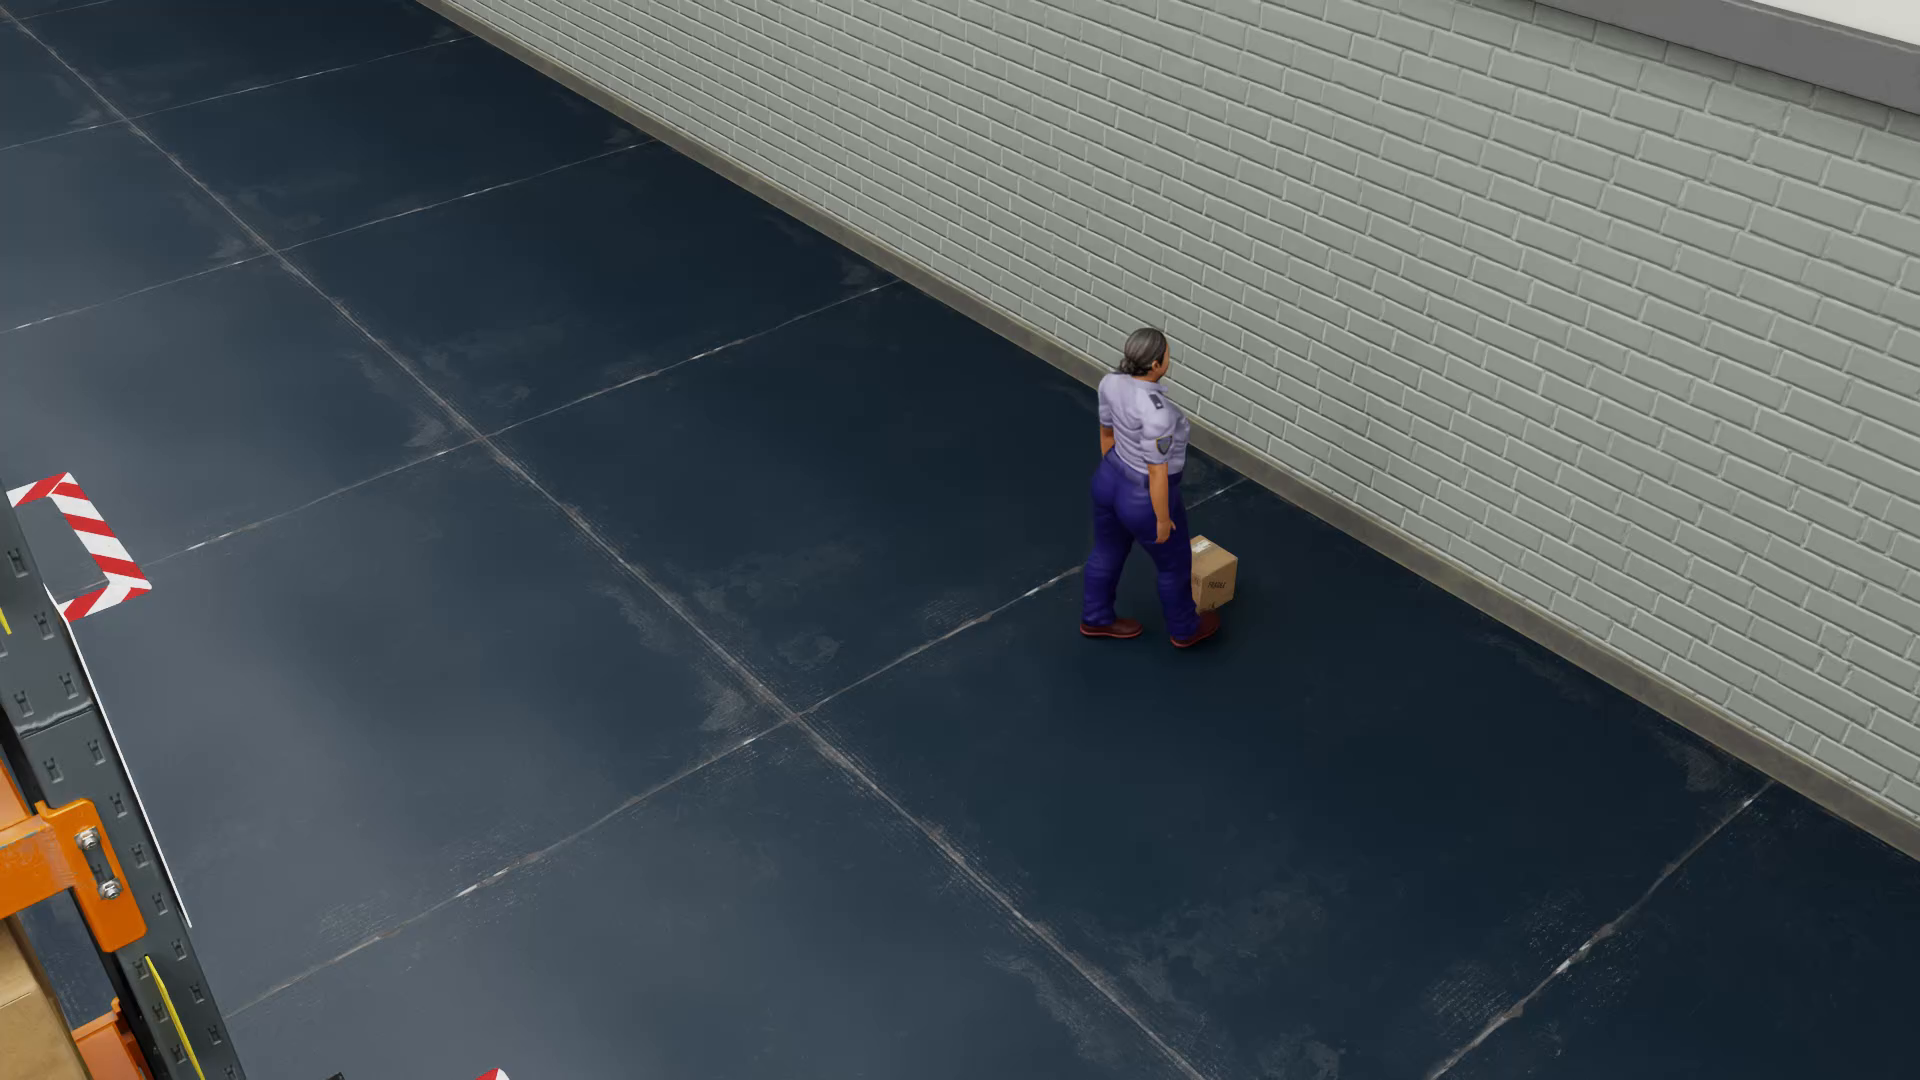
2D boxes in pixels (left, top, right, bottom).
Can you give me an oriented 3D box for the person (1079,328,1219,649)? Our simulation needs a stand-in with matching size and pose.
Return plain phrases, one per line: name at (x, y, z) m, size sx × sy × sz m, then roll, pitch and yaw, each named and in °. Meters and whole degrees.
person at (0.894, -0.240, 7.411) m, size 0.602 × 1.645 × 0.484 m, roll -20°, pitch 41°, yaw -25°
